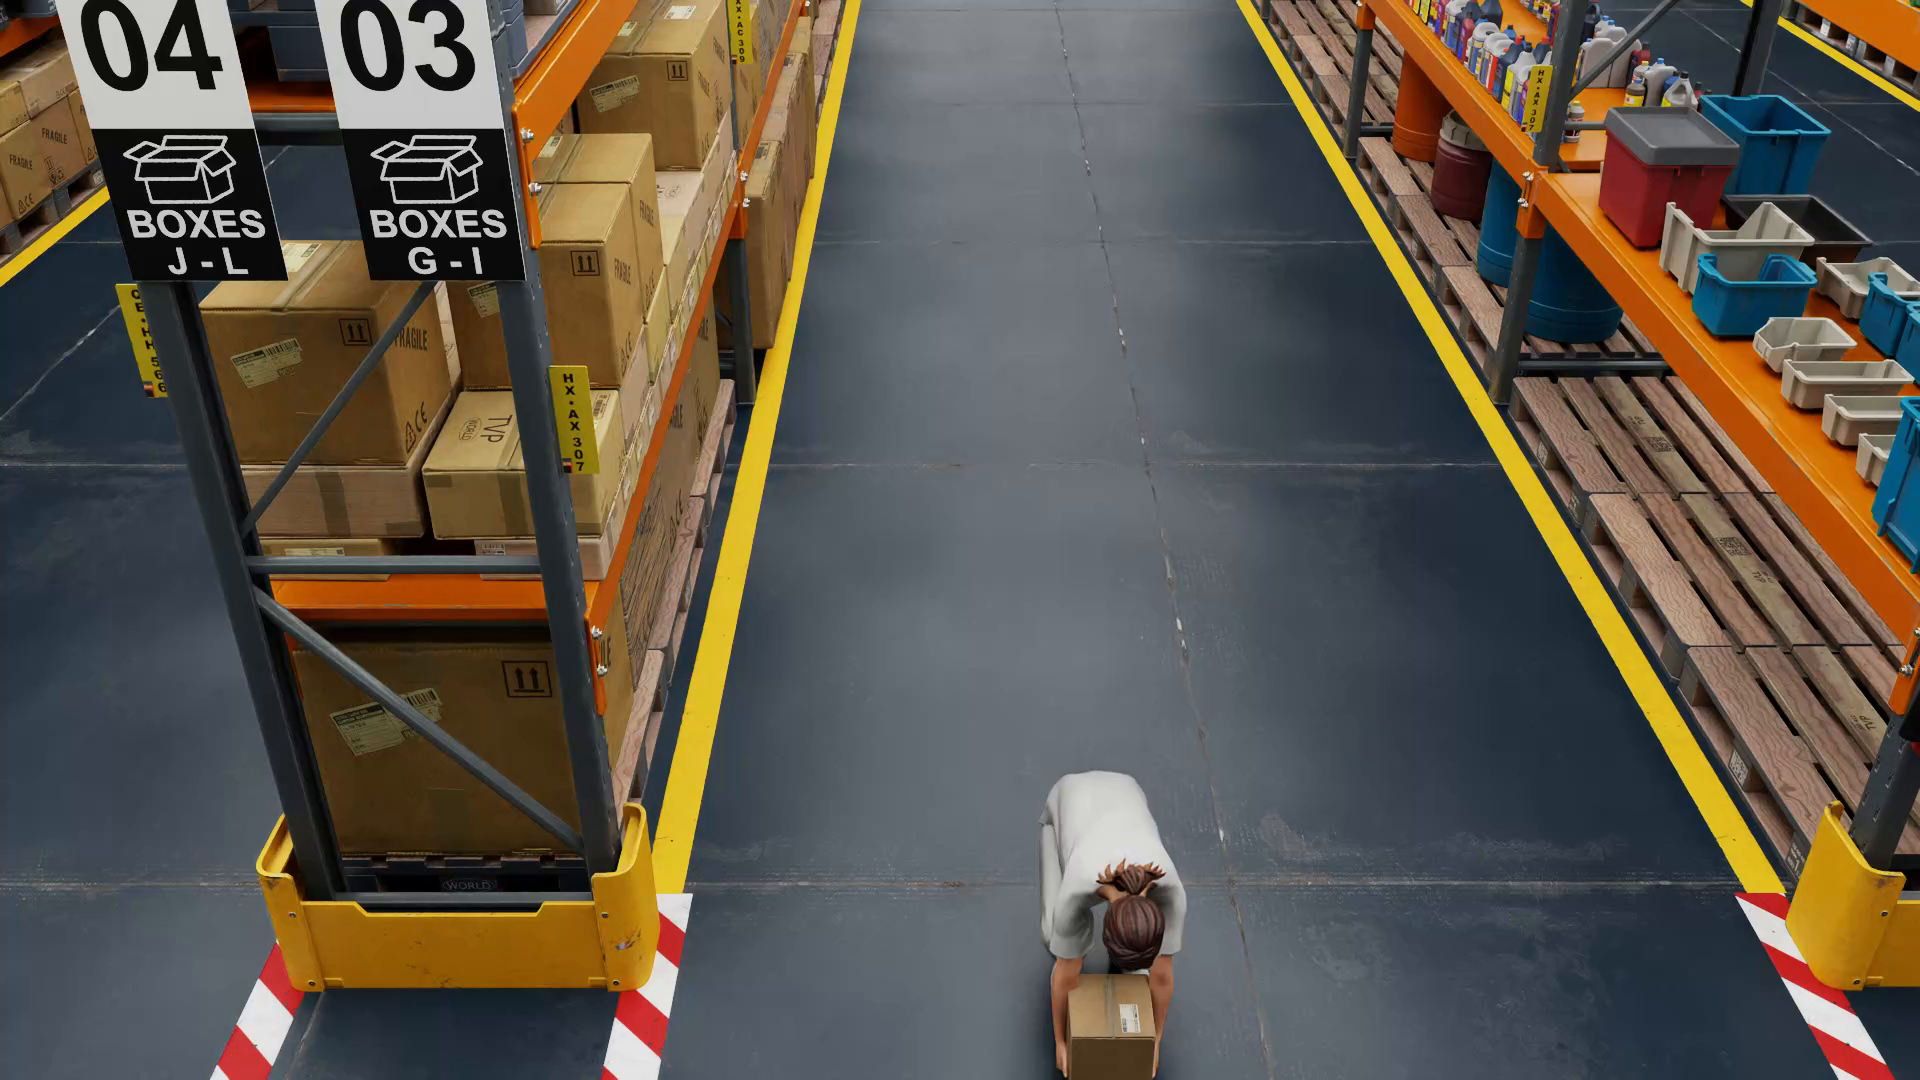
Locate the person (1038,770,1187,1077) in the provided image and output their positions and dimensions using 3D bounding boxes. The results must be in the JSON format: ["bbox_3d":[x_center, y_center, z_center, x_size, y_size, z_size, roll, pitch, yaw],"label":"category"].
[{"bbox_3d":[0.461,1.150,5.164,0.436,0.770,0.862,-1,32,-1],"label":"person"}]
